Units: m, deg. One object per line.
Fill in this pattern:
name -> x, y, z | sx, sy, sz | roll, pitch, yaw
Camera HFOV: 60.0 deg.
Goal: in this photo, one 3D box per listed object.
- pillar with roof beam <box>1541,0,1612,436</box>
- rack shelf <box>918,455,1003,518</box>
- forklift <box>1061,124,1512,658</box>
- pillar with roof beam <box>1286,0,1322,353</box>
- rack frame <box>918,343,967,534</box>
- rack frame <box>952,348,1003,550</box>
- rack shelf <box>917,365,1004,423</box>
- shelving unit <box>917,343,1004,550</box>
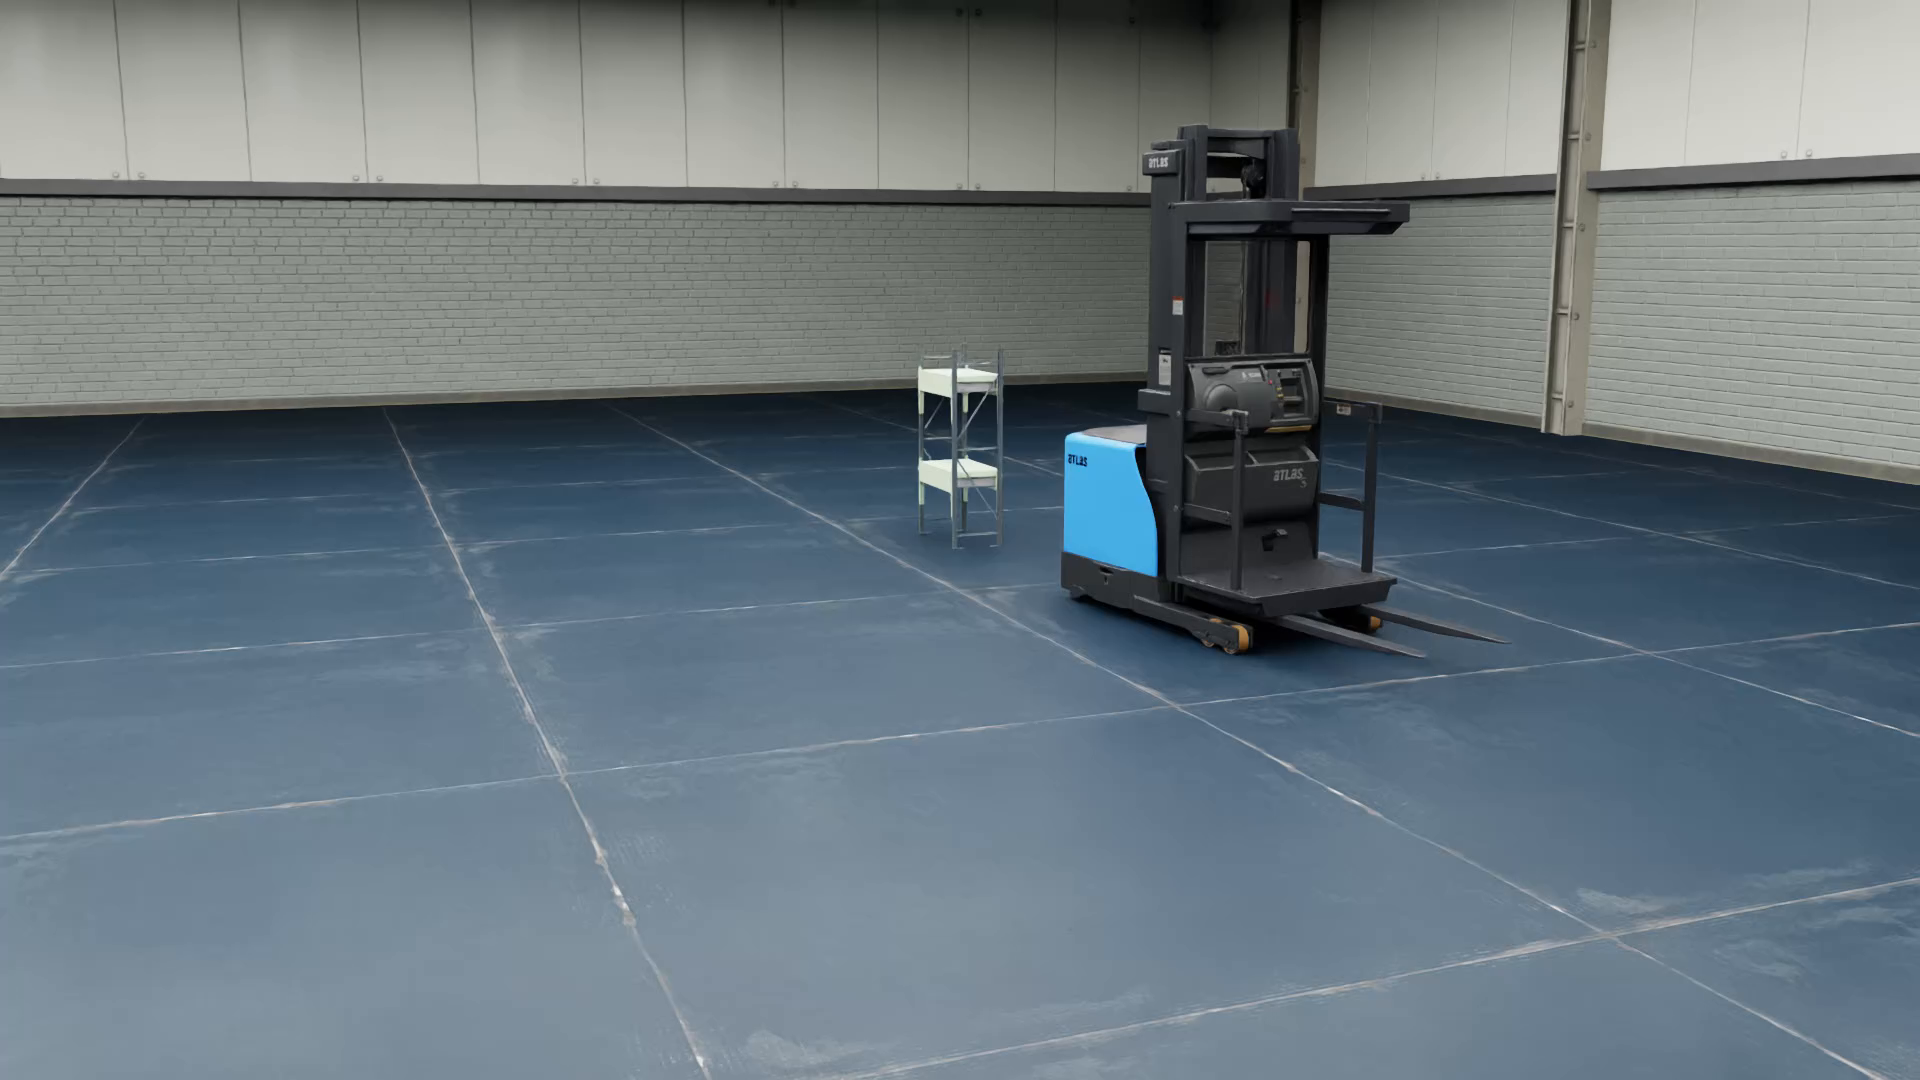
pillar with roof beam -> 3.288, -5.446, 17.842 | 9.100, 9.000, 0.400 | -4, 11, -21
rack shelf -> -0.002, -0.419, 12.852 | 0.431, 0.370, 0.720 | -4, 11, -21
forklift -> 1.834, -0.894, 9.578 | 1.130, 2.935, 3.031 | -6, 12, -30
pillar with roof beam -> 1.114, -6.426, 23.348 | 9.100, 9.000, 0.400 | -4, 11, -21
rack frame -> -0.135, -0.799, 13.131 | 0.400, 1.500, 0.023 | -4, 11, -21
rack frame -> 0.130, -0.680, 12.459 | 0.400, 1.500, 0.023 | -4, 11, -21
rack shelf -> -0.002, -1.124, 12.727 | 0.431, 0.370, 0.720 | -4, 11, -21
shelving unit -> -0.002, -0.739, 12.795 | 0.431, 1.500, 0.755 | -4, 11, -21
